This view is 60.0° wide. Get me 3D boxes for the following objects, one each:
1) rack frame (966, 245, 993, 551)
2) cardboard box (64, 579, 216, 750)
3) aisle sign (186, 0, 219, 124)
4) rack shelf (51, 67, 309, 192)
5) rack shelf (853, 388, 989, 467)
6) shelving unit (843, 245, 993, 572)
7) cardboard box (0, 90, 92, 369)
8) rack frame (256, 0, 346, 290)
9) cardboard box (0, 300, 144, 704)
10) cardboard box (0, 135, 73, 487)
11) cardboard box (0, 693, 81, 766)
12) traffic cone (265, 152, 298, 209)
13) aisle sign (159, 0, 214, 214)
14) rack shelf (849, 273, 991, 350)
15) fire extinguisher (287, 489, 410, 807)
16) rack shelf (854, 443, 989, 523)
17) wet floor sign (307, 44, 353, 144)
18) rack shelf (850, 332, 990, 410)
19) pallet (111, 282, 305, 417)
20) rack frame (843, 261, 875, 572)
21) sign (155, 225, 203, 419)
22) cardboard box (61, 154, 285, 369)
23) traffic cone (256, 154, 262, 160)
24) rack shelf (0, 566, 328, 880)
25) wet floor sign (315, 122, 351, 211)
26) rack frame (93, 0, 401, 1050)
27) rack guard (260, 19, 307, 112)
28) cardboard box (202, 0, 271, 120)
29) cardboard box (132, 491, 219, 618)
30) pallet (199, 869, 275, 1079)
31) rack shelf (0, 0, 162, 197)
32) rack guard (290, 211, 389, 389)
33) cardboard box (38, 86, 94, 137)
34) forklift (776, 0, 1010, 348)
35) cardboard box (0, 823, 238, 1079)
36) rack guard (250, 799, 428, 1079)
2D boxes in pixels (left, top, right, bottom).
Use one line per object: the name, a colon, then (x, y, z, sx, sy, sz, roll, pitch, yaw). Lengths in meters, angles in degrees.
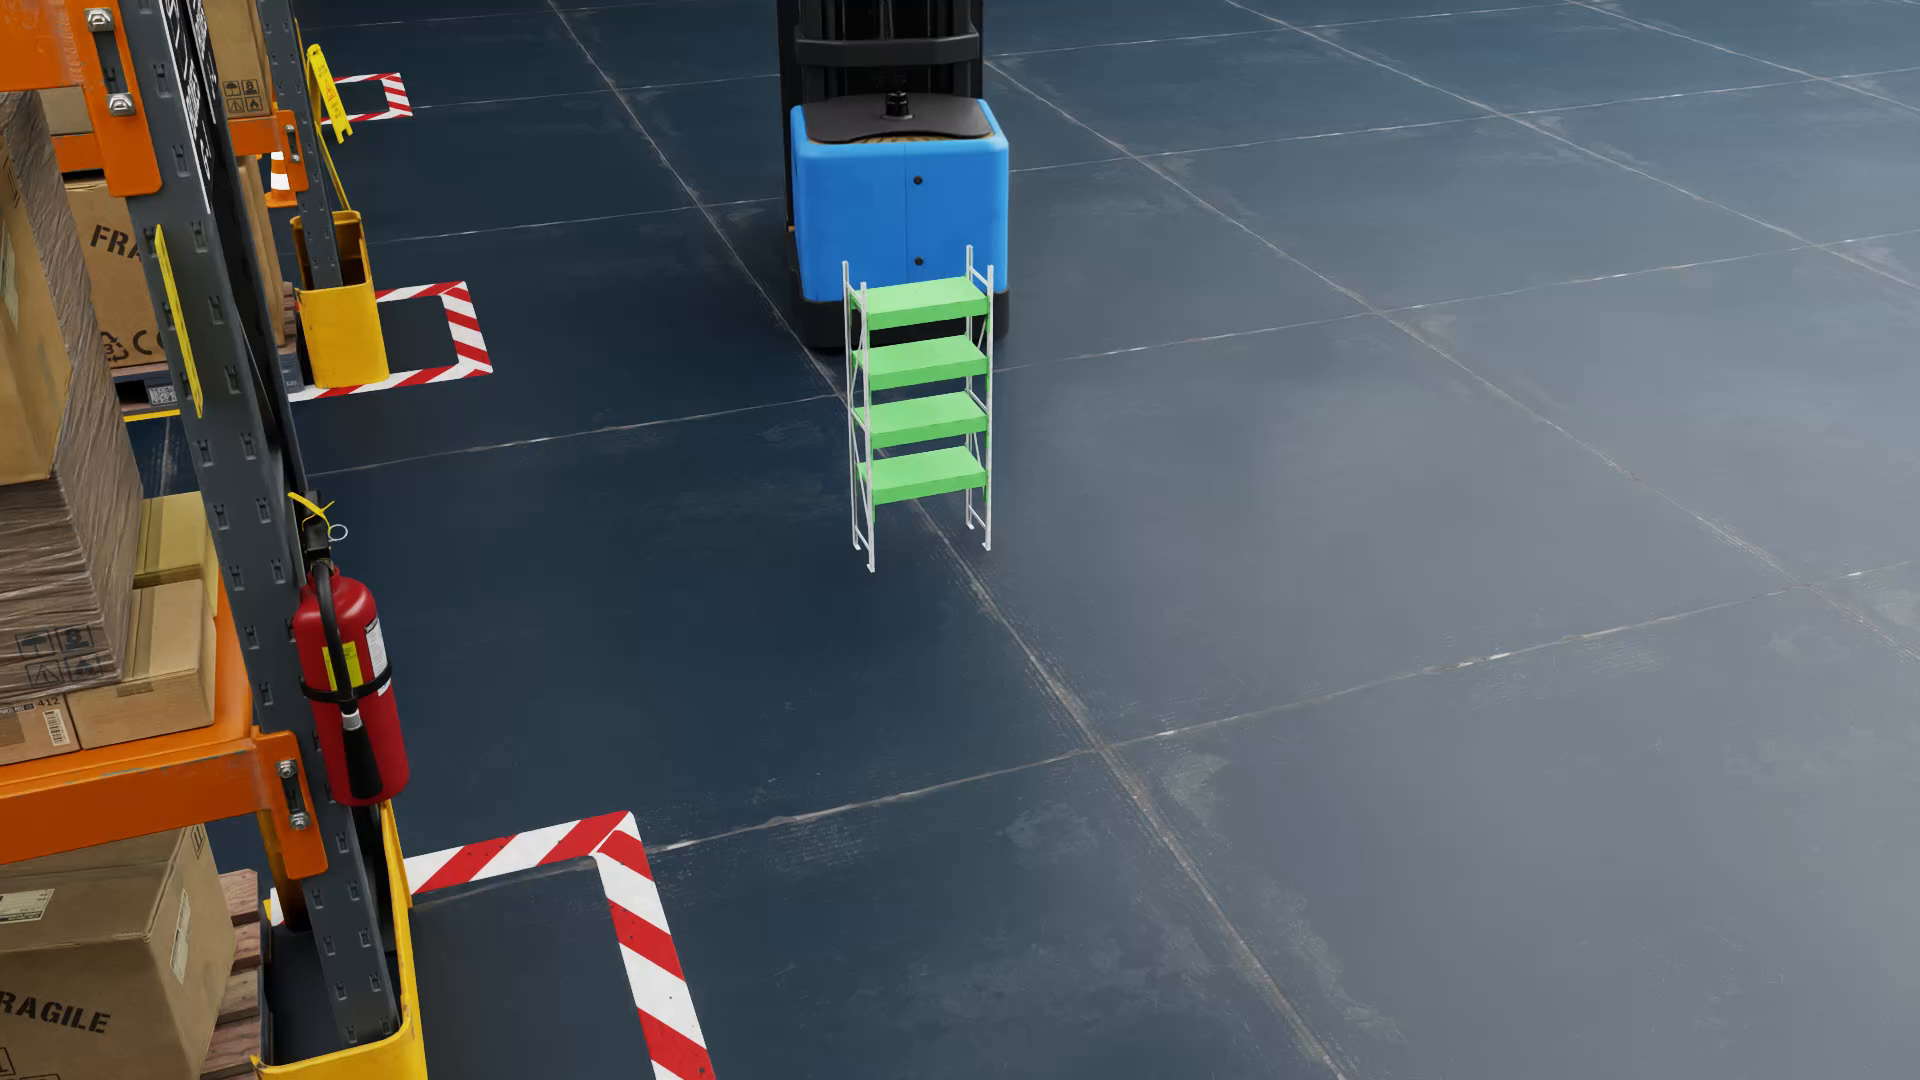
rack frame: (0.074, -0.535, 6.477, 0.015, 1.200, 0.240, -10, 31, -18)
cardboard box: (-1.728, 0.256, 3.525, 0.250, 0.149, 0.380, -10, 31, -18)
aisle sign: (-1.579, -1.278, 3.336, 0.004, 0.787, 0.394, -10, 31, -18)
rack shelf: (-5.042, -1.659, 7.359, 4.000, 0.370, 1.077, -10, 31, -18)
rack shelf: (-0.155, -0.437, 6.434, 0.480, 0.148, 0.258, -10, 31, -18)
shelving unit: (-0.155, -0.493, 6.403, 0.503, 1.200, 0.258, -10, 31, -18)
cardboard box: (-2.143, -0.637, 3.426, 0.500, 0.500, 0.500, -10, 31, -18)
rack frame: (-3.167, -2.317, 7.787, 0.127, 3.000, 1.000, -10, 31, -18)
cardboard box: (-2.058, -0.089, 3.474, 0.500, 0.500, 0.875, -10, 31, -18)
cardboard box: (-1.962, -0.396, 3.003, 0.500, 0.500, 0.500, -10, 31, -18)
cardboard box: (-1.962, 0.299, 3.449, 0.250, 0.149, 0.380, -10, 31, -18)
traffic cone: (-4.236, -2.365, 10.433, 0.334, 0.463, 0.336, -10, 31, -18)
aisle sign: (-1.370, -0.999, 2.848, 0.004, 0.787, 0.394, -10, 31, -18)
rack shelf: (-0.155, -0.854, 6.197, 0.480, 0.148, 0.258, -10, 31, -18)
fire extinguisher: (-1.265, 0.229, 3.395, 0.183, 0.674, 0.296, -10, 31, -18)
rack shelf: (-0.155, -0.229, 6.553, 0.480, 0.148, 0.258, -10, 31, -18)
wet floor sign: (-4.437, -3.109, 11.556, 0.232, 0.644, 0.267, 0, 30, 0)
rack shelf: (-0.155, -0.646, 6.316, 0.480, 0.148, 0.258, -10, 31, -18)
pallet: (-3.890, -0.931, 8.171, 1.213, 0.211, 1.003, -10, 31, -18)
rack frame: (-0.384, -0.451, 6.329, 0.015, 1.200, 0.240, -10, 31, -18)
sign: (-1.358, -0.378, 2.894, 0.005, 0.325, 0.100, -10, 31, -18)
cardboard box: (-3.780, -1.428, 7.949, 0.875, 0.875, 0.875, -10, 31, -17)
traffic cone: (-4.941, -2.821, 11.234, 0.334, 0.463, 0.336, -10, 31, -18)
rack shelf: (-3.407, 0.660, 3.289, 4.000, 0.370, 1.077, -10, 31, -18)
wet floor sign: (-3.831, -2.218, 9.991, 0.232, 0.644, 0.267, -16, 33, -26)
rack frame: (-1.533, 0.002, 3.717, 0.127, 3.000, 1.000, -10, 31, -18)
rack guard: (-5.059, -3.497, 12.383, 0.348, 0.500, 1.175, -10, 31, -18)
cardboard box: (-3.499, -2.297, 7.600, 0.550, 0.550, 0.875, -10, 31, -18)
cardboard box: (-1.883, 0.049, 3.887, 0.250, 0.149, 0.380, -10, 31, -18)
pallet: (-2.378, 1.350, 4.167, 1.213, 0.211, 1.003, -10, 31, -18)
rack shelf: (-3.407, -0.644, 2.546, 4.000, 0.370, 1.077, -10, 31, -18)
rack guard: (-3.145, -1.235, 8.413, 0.348, 0.500, 1.175, -10, 31, -18)
cardboard box: (-4.007, -2.192, 7.416, 0.550, 0.550, 0.875, -10, 31, -18)
forklift: (-0.454, -2.940, 8.950, 1.130, 2.935, 3.031, -4, 30, -7)
cardboard box: (-2.124, 1.005, 4.056, 0.500, 0.500, 0.500, -5, 30, -8)
rack guard: (-1.604, 1.101, 4.313, 0.348, 0.500, 1.175, -10, 31, -18)
